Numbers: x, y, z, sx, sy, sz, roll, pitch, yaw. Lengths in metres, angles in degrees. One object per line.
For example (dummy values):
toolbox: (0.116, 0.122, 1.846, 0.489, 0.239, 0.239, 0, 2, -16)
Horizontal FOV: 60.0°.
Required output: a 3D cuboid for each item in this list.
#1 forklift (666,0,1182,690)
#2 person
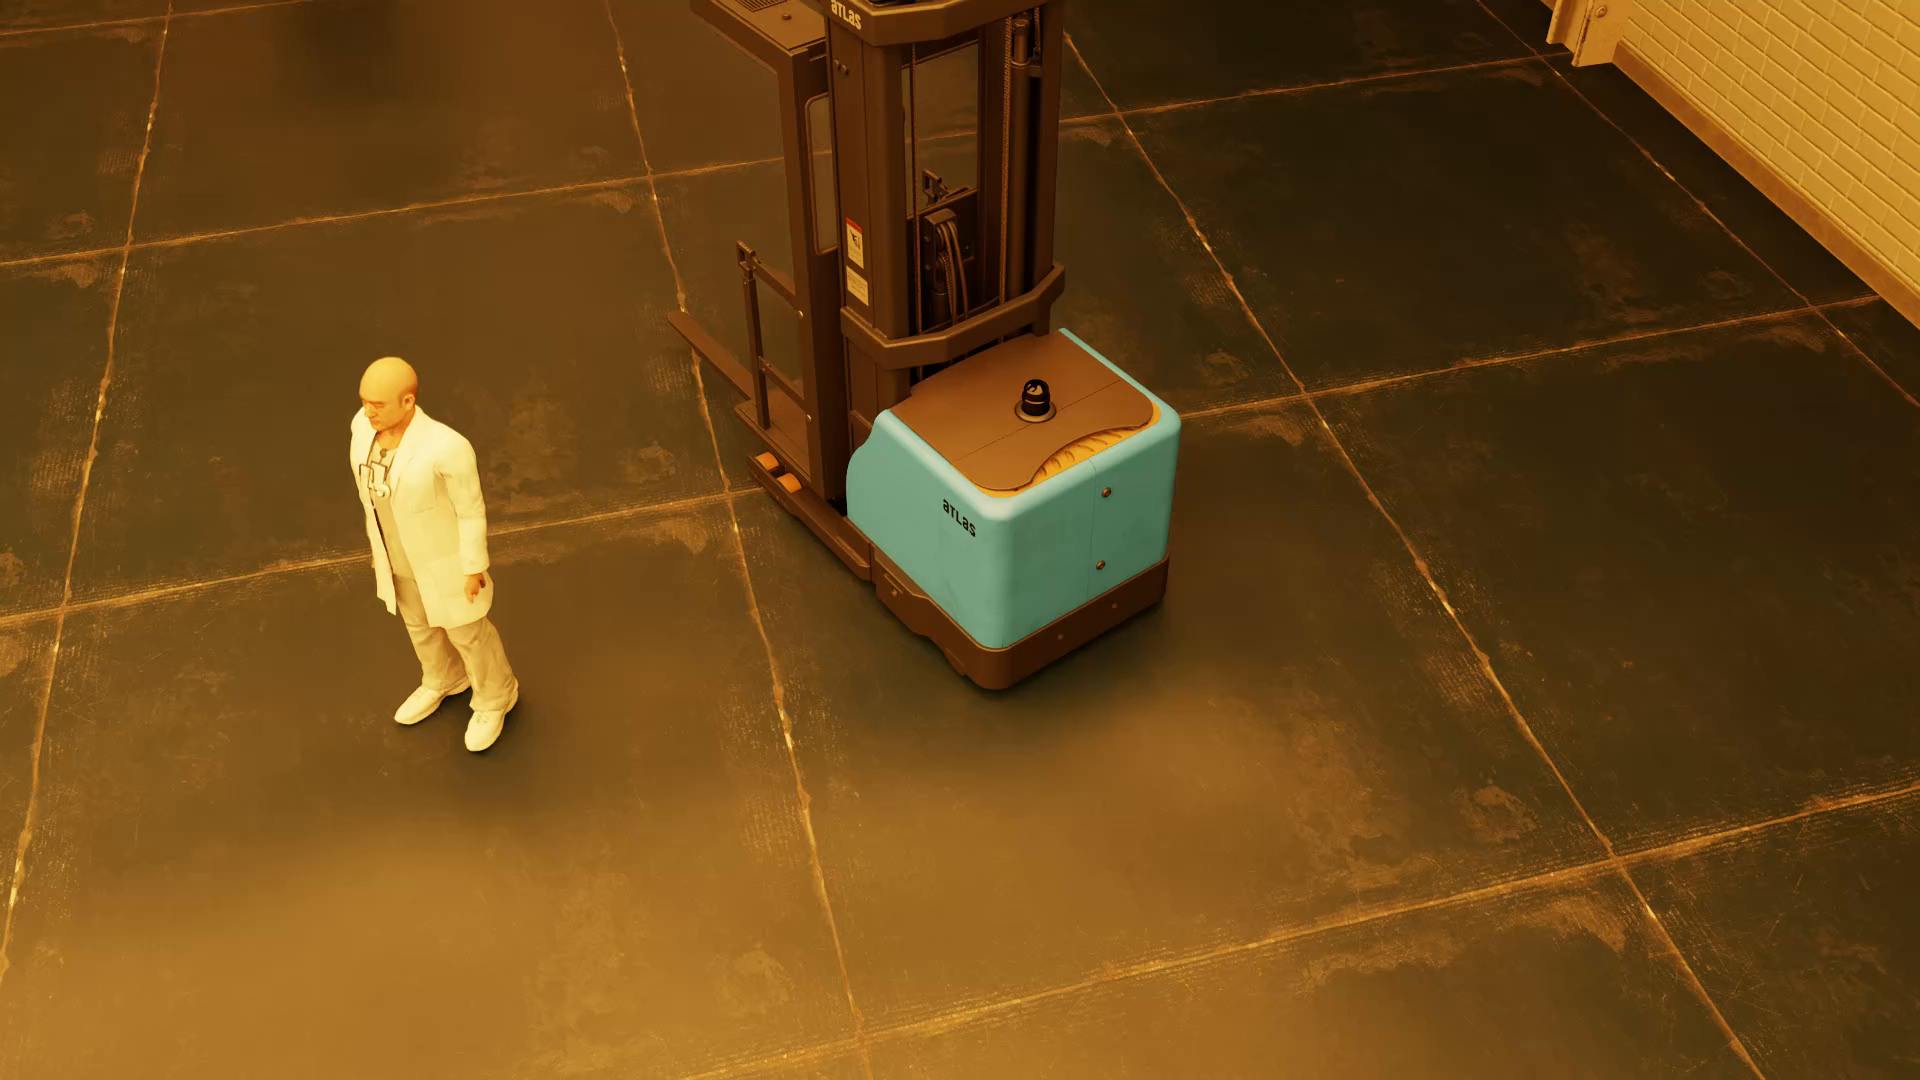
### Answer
forklift: (-0.366, -1.399, 7.126, 1.130, 2.935, 3.031, -27, 50, -26)
person: (-2.072, 0.073, 6.407, 0.548, 1.781, 0.399, 18, 46, 18)
